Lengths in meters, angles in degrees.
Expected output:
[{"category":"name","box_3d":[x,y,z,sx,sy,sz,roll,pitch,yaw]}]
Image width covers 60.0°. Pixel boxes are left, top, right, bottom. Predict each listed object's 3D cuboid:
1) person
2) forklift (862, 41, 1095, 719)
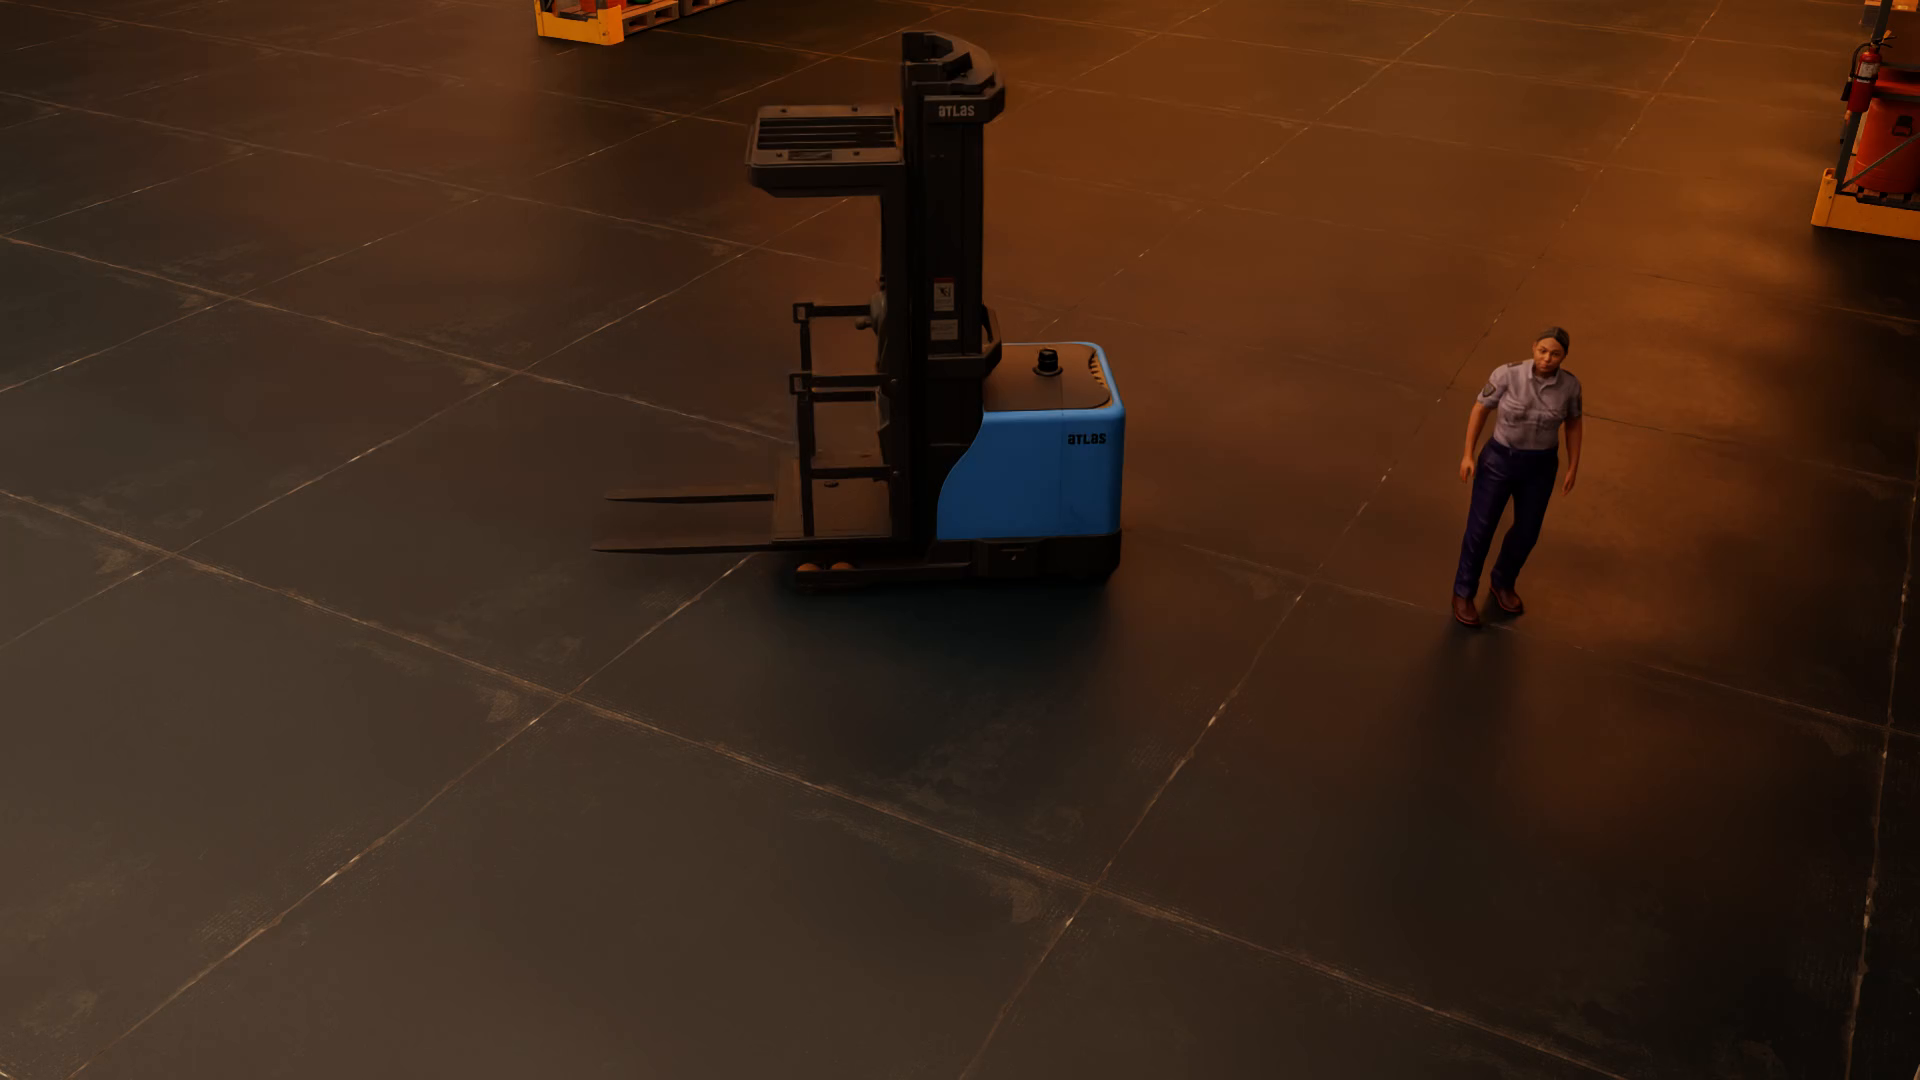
[{"category":"person","box_3d":[3.003,-0.350,8.948,0.597,1.651,0.503,1,30,2]},{"category":"forklift","box_3d":[0.065,-0.982,8.772,1.130,2.935,3.031,-3,30,-5]}]
